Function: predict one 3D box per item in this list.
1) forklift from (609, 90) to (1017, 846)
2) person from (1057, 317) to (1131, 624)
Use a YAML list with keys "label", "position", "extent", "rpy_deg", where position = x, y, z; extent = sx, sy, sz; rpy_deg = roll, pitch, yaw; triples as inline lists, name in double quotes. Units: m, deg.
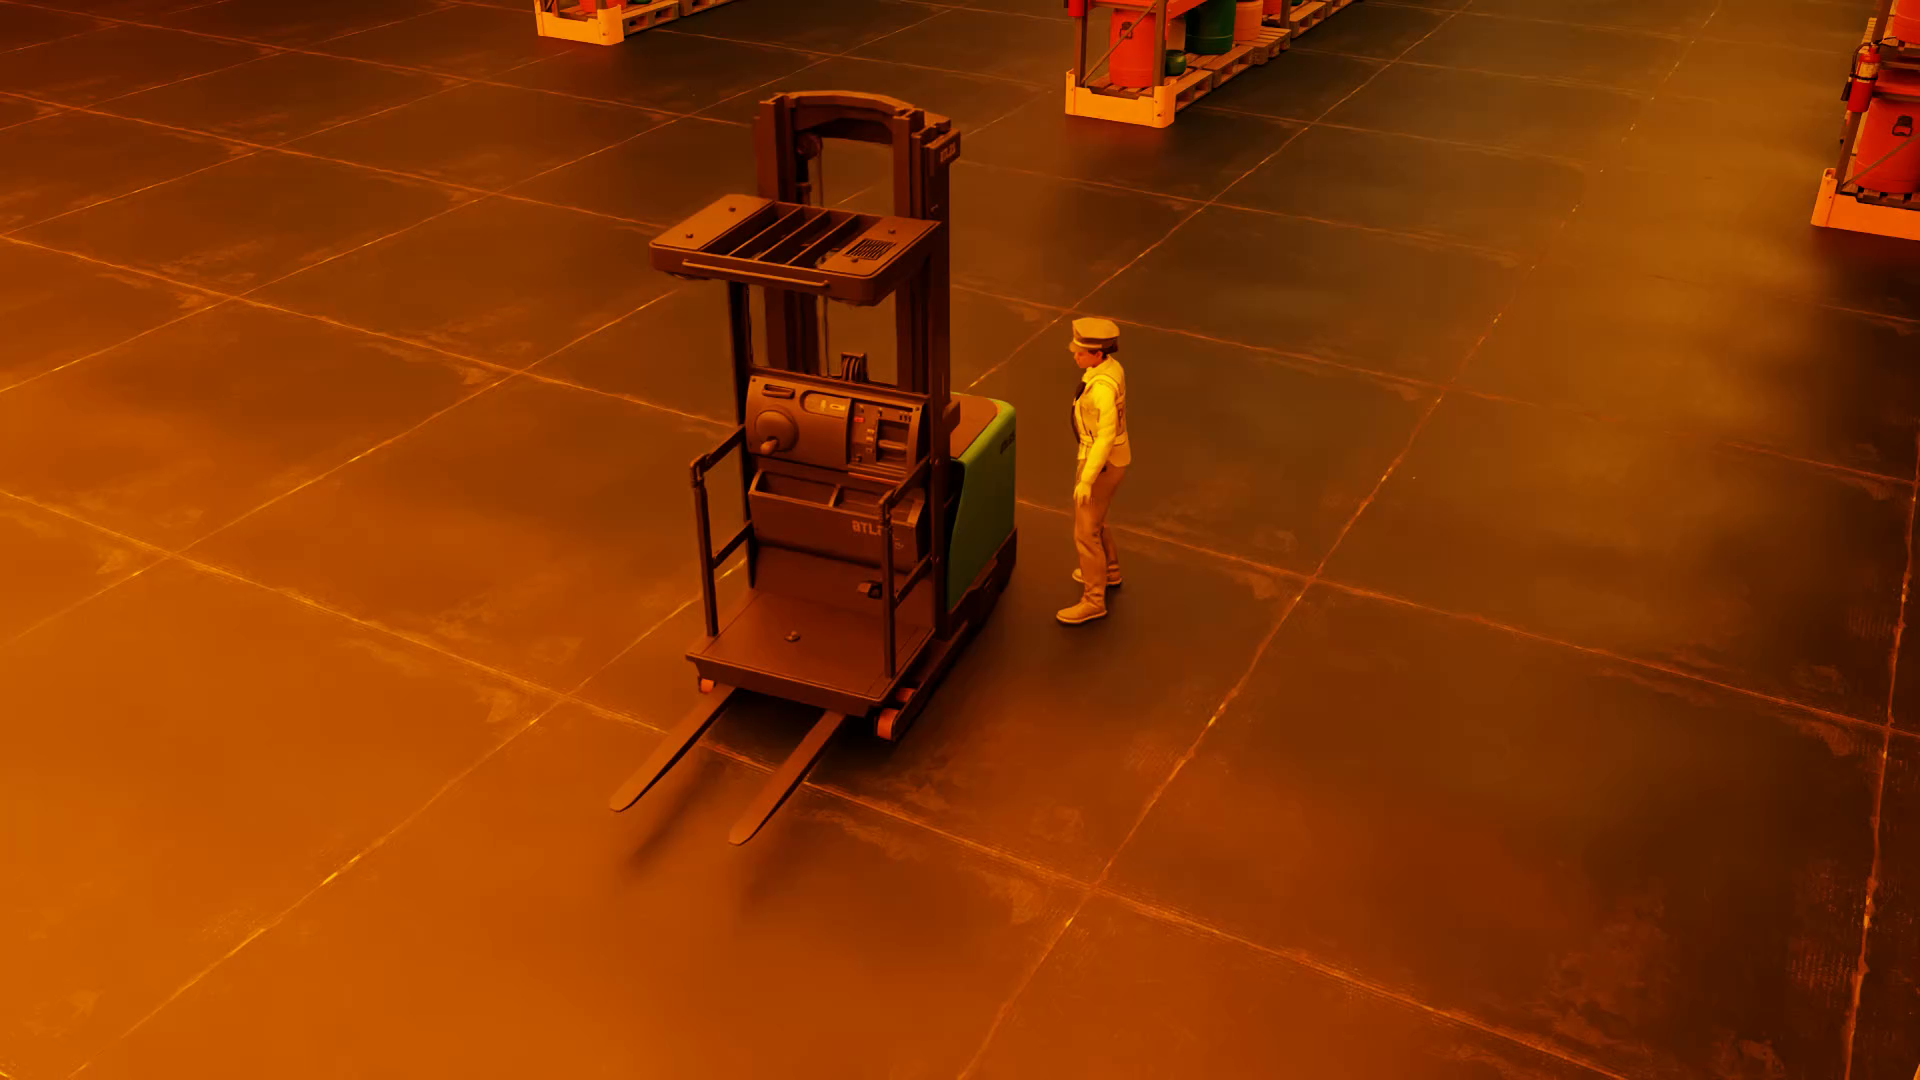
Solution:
- label: "forklift"
  position: [-0.699, -0.509, 7.953]
  extent: [1.130, 2.935, 3.031]
  rpy_deg: [11, 32, 19]
- label: "person"
  position: [0.747, -0.415, 9.087]
  extent: [0.367, 1.642, 0.727]
  rpy_deg: [3, 30, 4]
